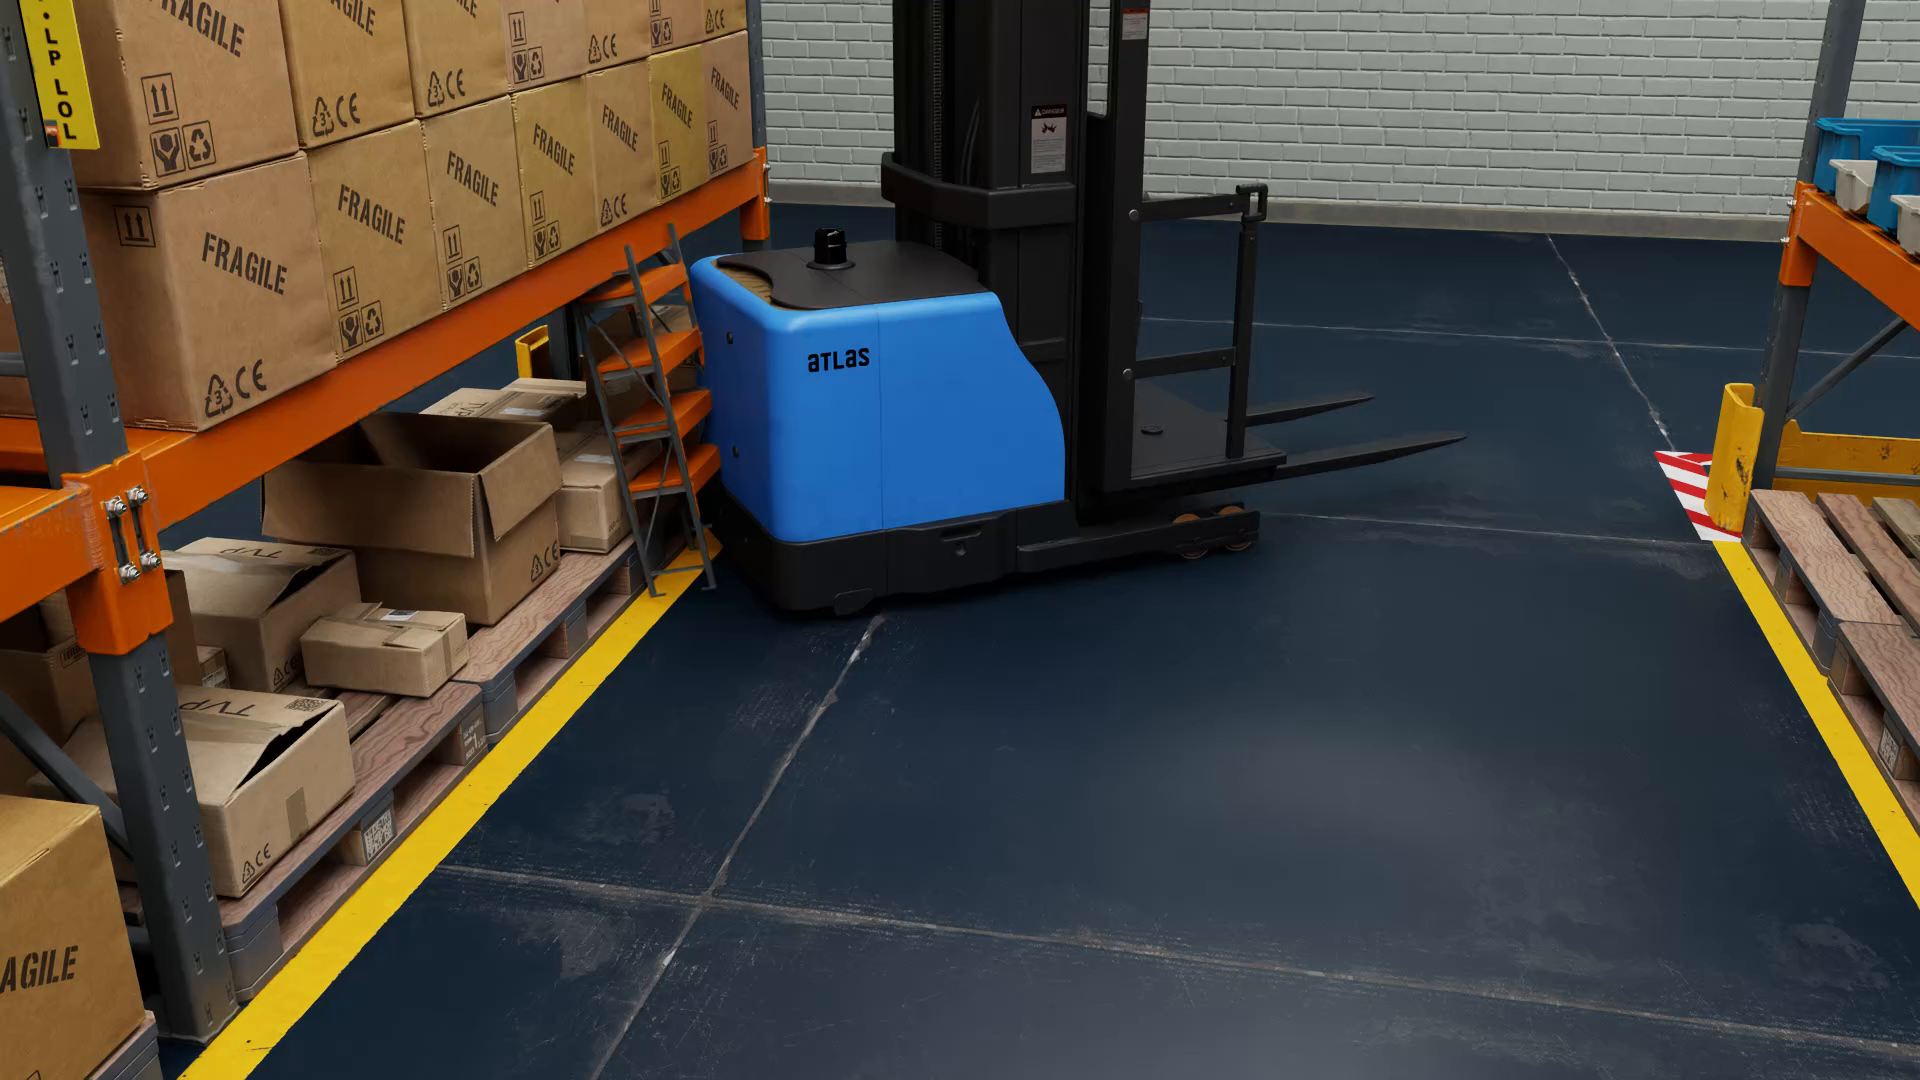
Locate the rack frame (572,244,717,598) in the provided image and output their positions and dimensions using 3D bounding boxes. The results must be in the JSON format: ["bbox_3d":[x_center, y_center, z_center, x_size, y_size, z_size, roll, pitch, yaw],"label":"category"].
[{"bbox_3d":[-1.071,-0.379,5.582,0.240,1.200,0.015,-8,18,10],"label":"rack frame"}]

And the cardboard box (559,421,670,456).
[{"bbox_3d":[-1.338,-0.343,6.393,0.380,0.166,0.250,4,22,11],"label":"cardboard box"}]

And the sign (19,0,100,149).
[{"bbox_3d":[-1.569,-0.845,2.886,0.100,0.325,0.005,4,22,11],"label":"sign"}]

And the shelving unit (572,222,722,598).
[{"bbox_3d":[-1.041,-0.458,5.811,0.258,1.200,0.503,-8,18,10],"label":"shelving unit"}]

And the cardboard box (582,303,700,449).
[{"bbox_3d":[-1.167,-0.639,6.681,0.500,0.500,0.500,4,22,11],"label":"cardboard box"}]

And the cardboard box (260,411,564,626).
[{"bbox_3d":[-1.735,-0.082,5.296,0.797,0.503,0.637,4,22,11],"label":"cardboard box"}]

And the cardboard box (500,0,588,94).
[{"bbox_3d":[-1.427,-1.576,4.778,0.500,0.500,0.500,5,23,13],"label":"cardboard box"}]

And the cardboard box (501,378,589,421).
[{"bbox_3d":[-1.719,-0.566,6.972,0.380,0.149,0.250,4,22,11],"label":"cardboard box"}]

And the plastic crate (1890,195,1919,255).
[{"bbox_3d":[2.894,-0.914,4.880,0.250,0.136,0.298,4,22,11],"label":"plastic crate"}]

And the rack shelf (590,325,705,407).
[{"bbox_3d":[-1.070,-0.605,5.764,0.258,0.148,0.480,-8,18,10],"label":"rack shelf"}]

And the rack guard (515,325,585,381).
[{"bbox_3d":[-1.313,-0.624,7.235,1.175,0.500,0.348,4,22,11],"label":"rack guard"}]

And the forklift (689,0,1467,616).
[{"bbox_3d":[0.568,-1.457,6.047,3.031,2.935,1.130,-10,24,-23],"label":"forklift"}]

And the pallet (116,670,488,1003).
[{"bbox_3d":[-1.972,0.694,4.349,1.003,0.211,1.213,4,22,11],"label":"pallet"}]

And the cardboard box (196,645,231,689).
[{"bbox_3d":[-2.257,0.398,4.578,0.380,0.149,0.250,4,22,11],"label":"cardboard box"}]

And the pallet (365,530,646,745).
[{"bbox_3d":[-1.726,0.246,5.460,1.003,0.211,1.213,4,22,11],"label":"pallet"}]

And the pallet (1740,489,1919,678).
[{"bbox_3d":[3.345,0.159,5.675,1.003,0.211,1.213,4,22,11],"label":"pallet"}]

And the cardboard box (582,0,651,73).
[{"bbox_3d":[-1.322,-1.763,5.245,0.500,0.500,0.500,5,22,12],"label":"cardboard box"}]

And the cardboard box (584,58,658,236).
[{"bbox_3d":[-1.332,-1.301,5.436,0.500,0.500,0.500,5,22,11],"label":"cardboard box"}]

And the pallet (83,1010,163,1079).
[{"bbox_3d":[-2.242,1.245,2.980,1.003,0.211,1.213,4,22,11],"label":"pallet"}]

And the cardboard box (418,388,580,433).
[{"bbox_3d":[-1.788,-0.380,6.374,0.500,0.250,0.500,4,22,11],"label":"cardboard box"}]

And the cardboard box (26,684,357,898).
[{"bbox_3d":[-1.816,0.557,3.965,0.500,0.311,0.500,4,22,11],"label":"cardboard box"}]

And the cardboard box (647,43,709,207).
[{"bbox_3d":[-1.225,-1.484,5.888,0.500,0.500,0.500,5,22,11],"label":"cardboard box"}]

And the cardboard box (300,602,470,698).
[{"bbox_3d":[-1.649,0.307,4.779,0.380,0.166,0.250,4,22,11],"label":"cardboard box"}]

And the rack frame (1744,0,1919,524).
[{"bbox_3d":[3.551,-1.433,5.896,1.000,3.000,0.127,4,22,11],"label":"rack frame"}]

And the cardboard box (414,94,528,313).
[{"bbox_3d":[-1.537,-0.931,4.517,0.500,0.500,0.500,4,22,11],"label":"cardboard box"}]

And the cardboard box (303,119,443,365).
[{"bbox_3d":[-1.641,-0.748,4.063,0.500,0.500,0.500,5,22,12],"label":"cardboard box"}]

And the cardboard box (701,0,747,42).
[{"bbox_3d":[-1.119,-2.138,6.175,0.500,0.500,0.500,4,22,10],"label":"cardboard box"}]

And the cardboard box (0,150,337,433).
[{"bbox_3d":[-1.743,-0.561,3.597,0.500,0.500,0.500,5,22,12],"label":"cardboard box"}]

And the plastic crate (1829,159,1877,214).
[{"bbox_3d":[3.032,-1.162,5.496,0.250,0.136,0.298,4,22,11],"label":"plastic crate"}]

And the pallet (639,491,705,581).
[{"bbox_3d":[-1.474,-0.199,6.565,1.003,0.211,1.213,4,22,11],"label":"pallet"}]

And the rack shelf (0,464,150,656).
[{"bbox_3d":[-2.522,0.716,1.523,1.077,0.370,4.000,4,22,11],"label":"rack shelf"}]

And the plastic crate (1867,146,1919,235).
[{"bbox_3d":[3.044,-1.077,5.156,0.416,0.233,0.300,4,22,11],"label":"plastic crate"}]

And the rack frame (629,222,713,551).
[{"bbox_3d":[-1.010,-0.538,6.039,0.240,1.200,0.015,-8,18,10],"label":"rack frame"}]

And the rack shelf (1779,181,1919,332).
[{"bbox_3d":[3.143,-0.368,4.214,1.077,0.370,4.000,4,22,11],"label":"rack shelf"}]

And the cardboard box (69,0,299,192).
[{"bbox_3d":[-1.742,-1.010,3.374,0.500,0.500,0.500,5,22,12],"label":"cardboard box"}]

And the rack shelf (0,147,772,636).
[{"bbox_3d":[-1.705,-0.747,5.155,1.077,0.370,4.000,4,22,11],"label":"rack shelf"}]

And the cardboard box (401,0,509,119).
[{"bbox_3d":[-1.532,-1.387,4.309,0.500,0.500,0.500,4,22,9],"label":"cardboard box"}]

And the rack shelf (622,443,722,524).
[{"bbox_3d":[-0.990,-0.210,5.891,0.258,0.148,0.480,-8,18,10],"label":"rack shelf"}]

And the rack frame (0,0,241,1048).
[{"bbox_3d":[-2.113,-0.349,3.205,1.000,3.000,0.127,4,22,11],"label":"rack frame"}]

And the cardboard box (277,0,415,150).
[{"bbox_3d":[-1.637,-1.199,3.842,0.500,0.500,0.500,4,22,9],"label":"cardboard box"}]

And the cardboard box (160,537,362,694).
[{"bbox_3d":[-2.122,0.190,4.877,0.500,0.311,0.500,4,22,11],"label":"cardboard box"}]

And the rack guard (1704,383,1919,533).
[{"bbox_3d":[3.543,-0.283,6.387,1.175,0.500,0.348,4,22,11],"label":"rack guard"}]

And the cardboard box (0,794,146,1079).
[{"bbox_3d":[-1.934,0.809,3.087,0.500,0.500,0.500,4,22,11],"label":"cardboard box"}]

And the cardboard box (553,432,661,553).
[{"bbox_3d":[-1.390,-0.178,5.871,0.500,0.250,0.500,4,22,11],"label":"cardboard box"}]

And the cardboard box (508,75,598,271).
[{"bbox_3d":[-1.435,-1.117,4.979,0.500,0.500,0.500,4,22,10],"label":"cardboard box"}]

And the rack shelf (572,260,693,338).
[{"bbox_3d":[-1.115,-0.826,5.693,0.258,0.148,0.480,-8,18,10],"label":"rack shelf"}]

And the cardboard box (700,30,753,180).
[{"bbox_3d":[-1.122,-1.674,6.360,0.500,0.500,0.500,5,23,13],"label":"cardboard box"}]

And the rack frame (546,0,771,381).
[{"bbox_3d":[-1.297,-1.812,6.837,1.000,3.000,0.127,4,22,11],"label":"rack frame"}]

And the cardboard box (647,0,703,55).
[{"bbox_3d":[-1.221,-1.953,5.716,0.500,0.500,0.500,5,22,12],"label":"cardboard box"}]

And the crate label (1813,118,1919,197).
[{"bbox_3d":[3.178,-1.318,5.754,0.416,0.233,0.303,4,22,11],"label":"crate label"}]

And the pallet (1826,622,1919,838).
[{"bbox_3d":[3.094,0.604,4.571,1.003,0.211,1.213,4,22,11],"label":"pallet"}]

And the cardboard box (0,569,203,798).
[{"bbox_3d":[-2.275,0.377,4.160,0.500,0.500,0.500,4,22,11],"label":"cardboard box"}]

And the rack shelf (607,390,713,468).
[{"bbox_3d":[-1.028,-0.396,5.831,0.258,0.148,0.480,-8,18,10],"label":"rack shelf"}]
